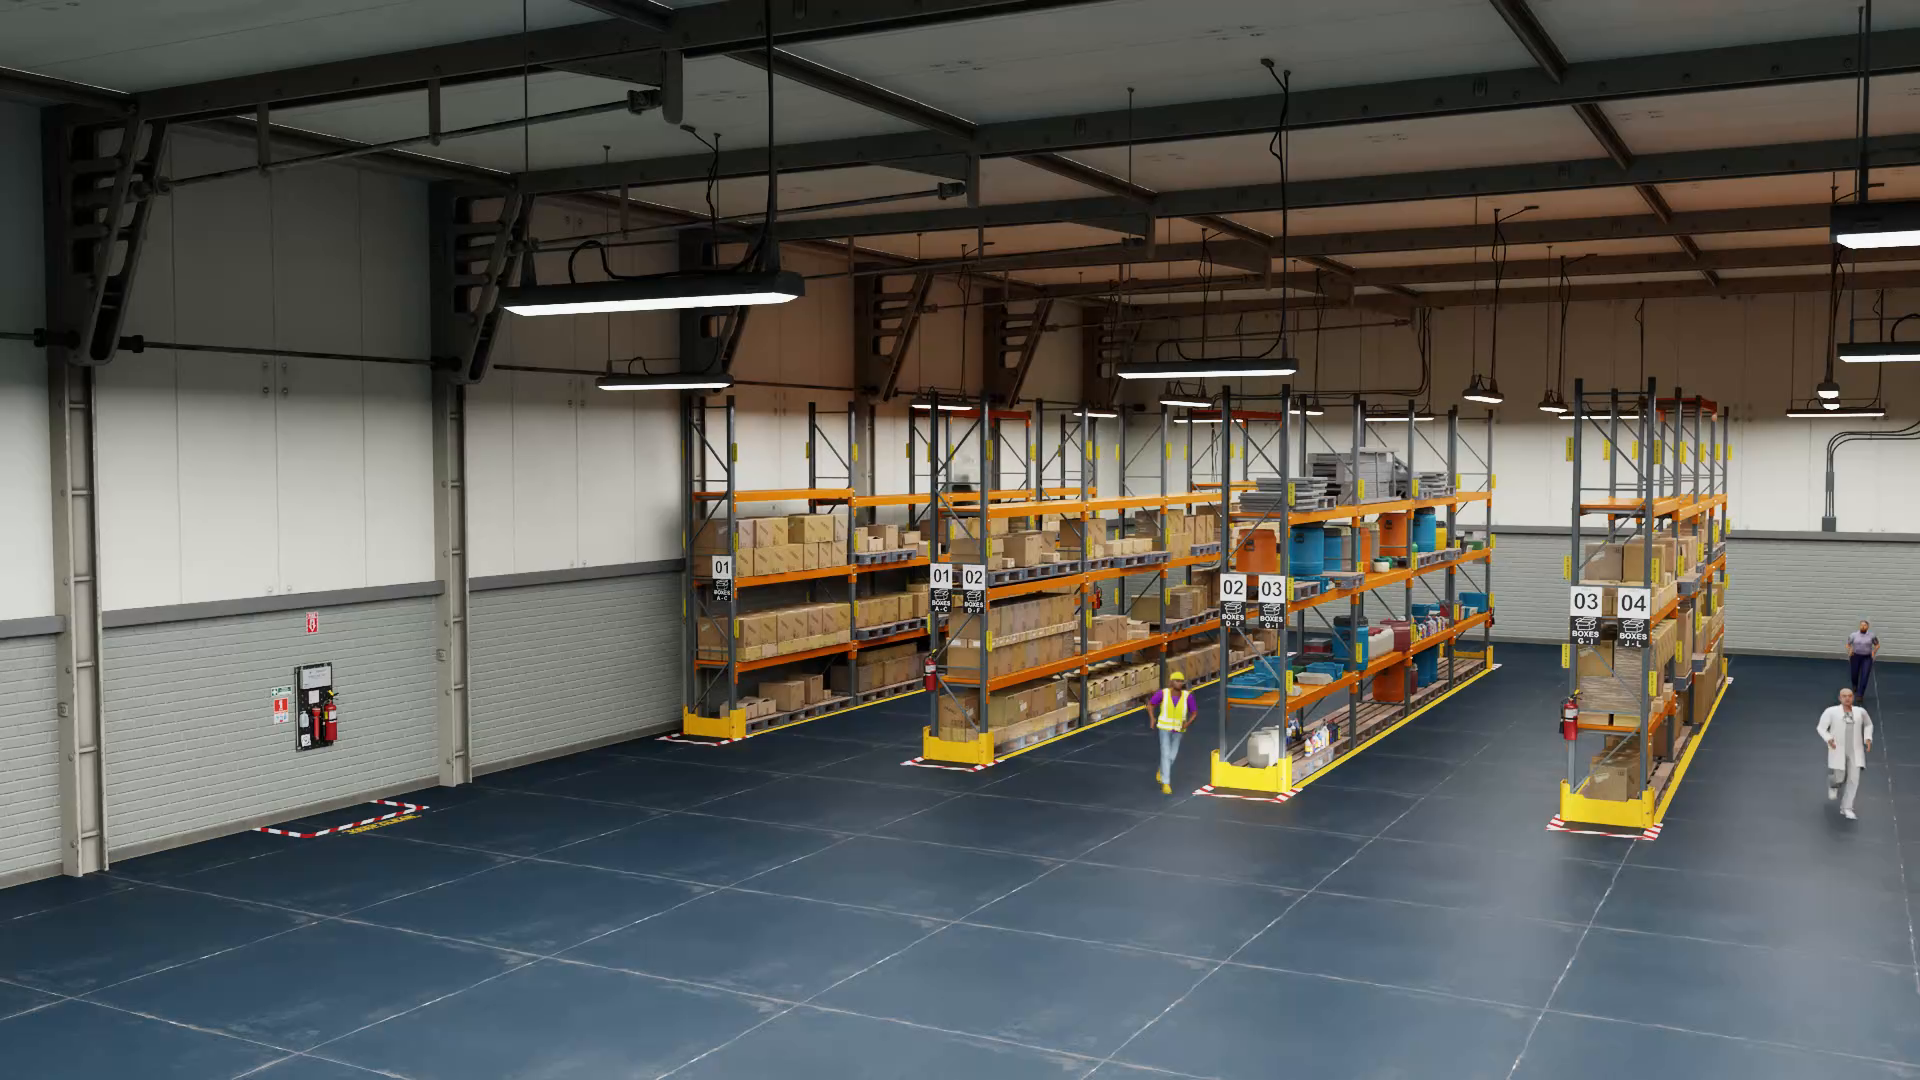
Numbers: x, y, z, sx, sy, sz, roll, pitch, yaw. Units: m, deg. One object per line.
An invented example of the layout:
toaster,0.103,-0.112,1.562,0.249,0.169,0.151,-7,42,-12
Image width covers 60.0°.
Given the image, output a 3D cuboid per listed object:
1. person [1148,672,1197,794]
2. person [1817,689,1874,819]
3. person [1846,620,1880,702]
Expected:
person,3.171,2.831,24.750,0.716,1.757,0.822,0,3,-5
person,12.278,2.928,23.028,0.725,1.744,0.904,1,3,16
person,18.249,2.441,33.646,0.593,1.642,0.787,2,3,29
